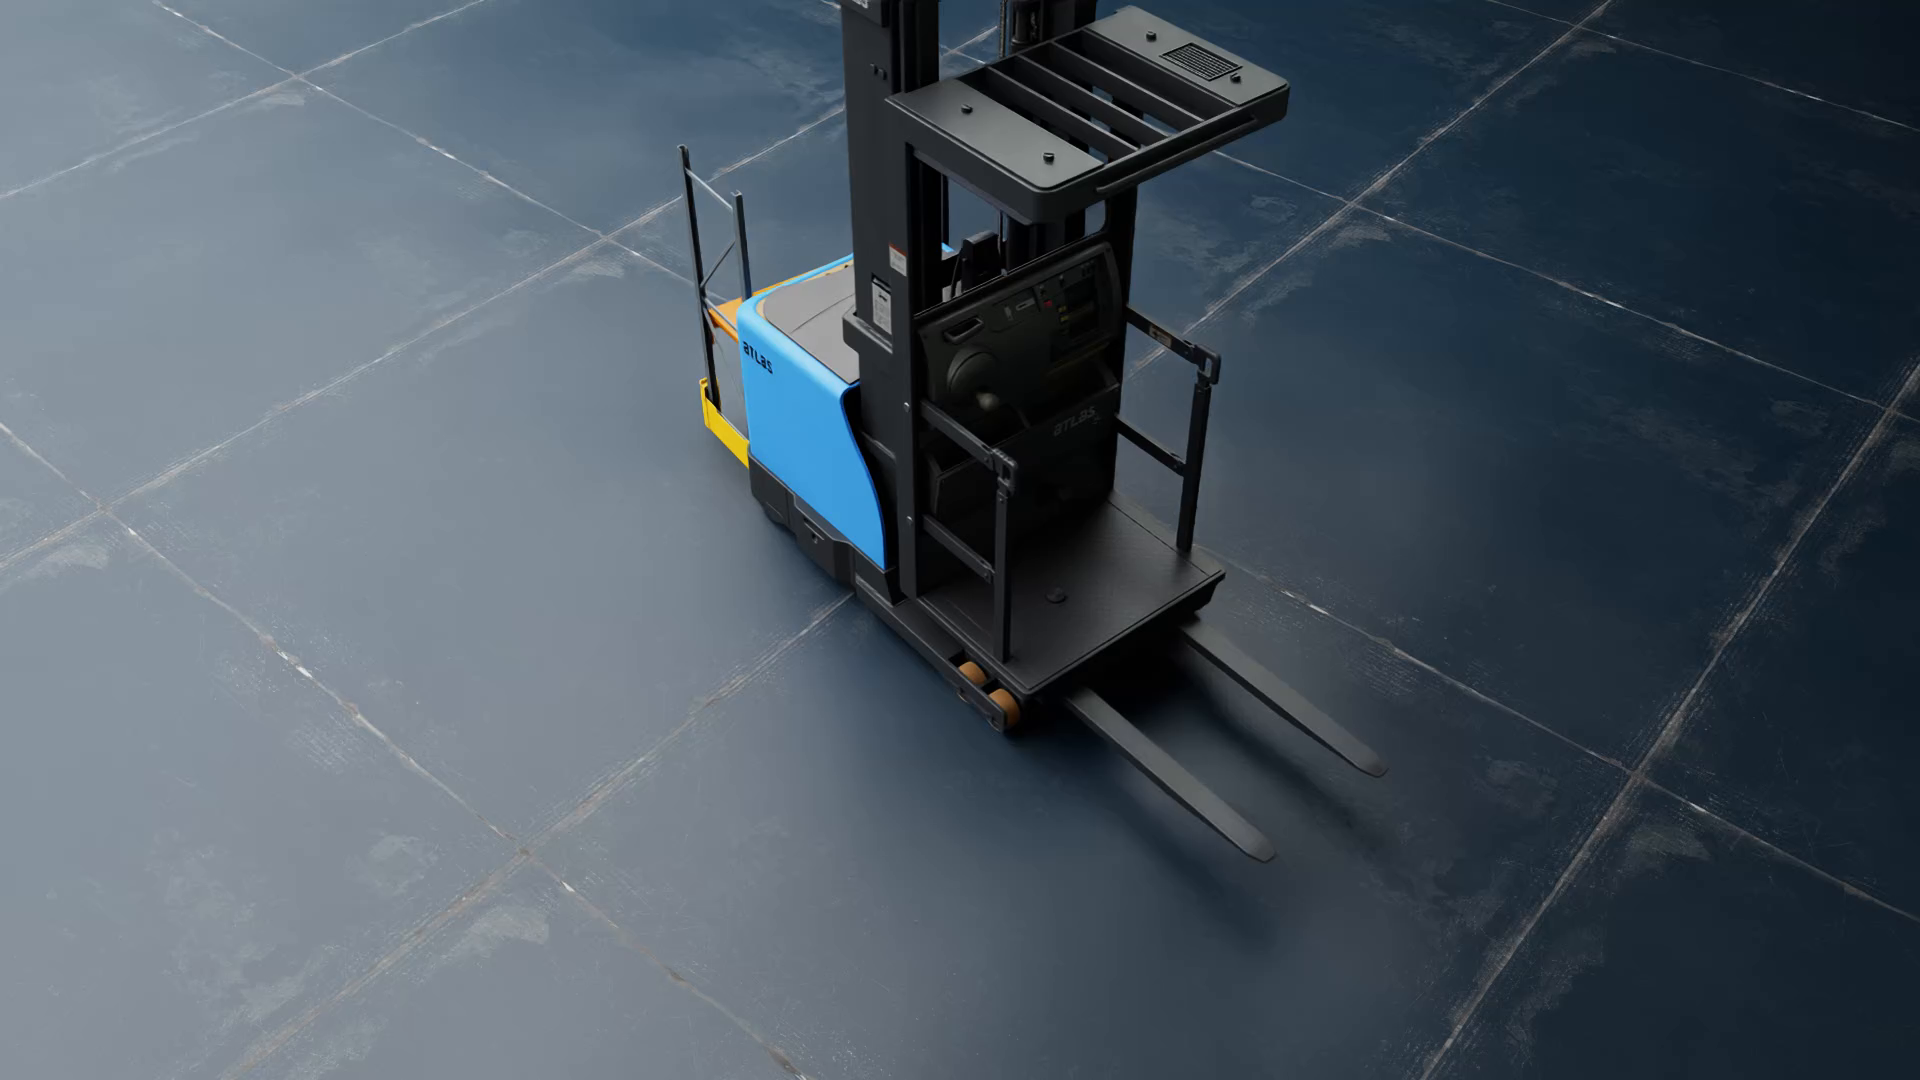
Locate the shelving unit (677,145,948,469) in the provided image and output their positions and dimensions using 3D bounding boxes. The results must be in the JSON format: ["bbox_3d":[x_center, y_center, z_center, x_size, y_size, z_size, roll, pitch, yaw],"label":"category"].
[{"bbox_3d":[-0.634,-1.174,7.608,1.083,1.500,0.587,-26,48,-25],"label":"shelving unit"}]

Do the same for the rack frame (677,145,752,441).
[{"bbox_3d":[-1.041,-0.979,7.394,0.032,1.500,0.500,-26,48,-25],"label":"rack frame"}]

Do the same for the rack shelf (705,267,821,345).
[{"bbox_3d":[-0.627,-1.044,7.733,1.000,0.185,0.538,-26,48,-25],"label":"rack shelf"}]

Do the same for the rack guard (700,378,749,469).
[{"bbox_3d":[-1.040,-0.517,7.815,0.087,0.250,0.587,-26,48,-25],"label":"rack guard"}]

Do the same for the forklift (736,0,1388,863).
[{"bbox_3d":[0.372,-0.712,6.037,1.130,2.935,3.031,-29,50,-28],"label":"forklift"}]

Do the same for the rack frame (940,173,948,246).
[{"bbox_3d":[-0.213,-1.376,7.830,0.032,1.500,0.500,-26,48,-25],"label":"rack frame"}]
